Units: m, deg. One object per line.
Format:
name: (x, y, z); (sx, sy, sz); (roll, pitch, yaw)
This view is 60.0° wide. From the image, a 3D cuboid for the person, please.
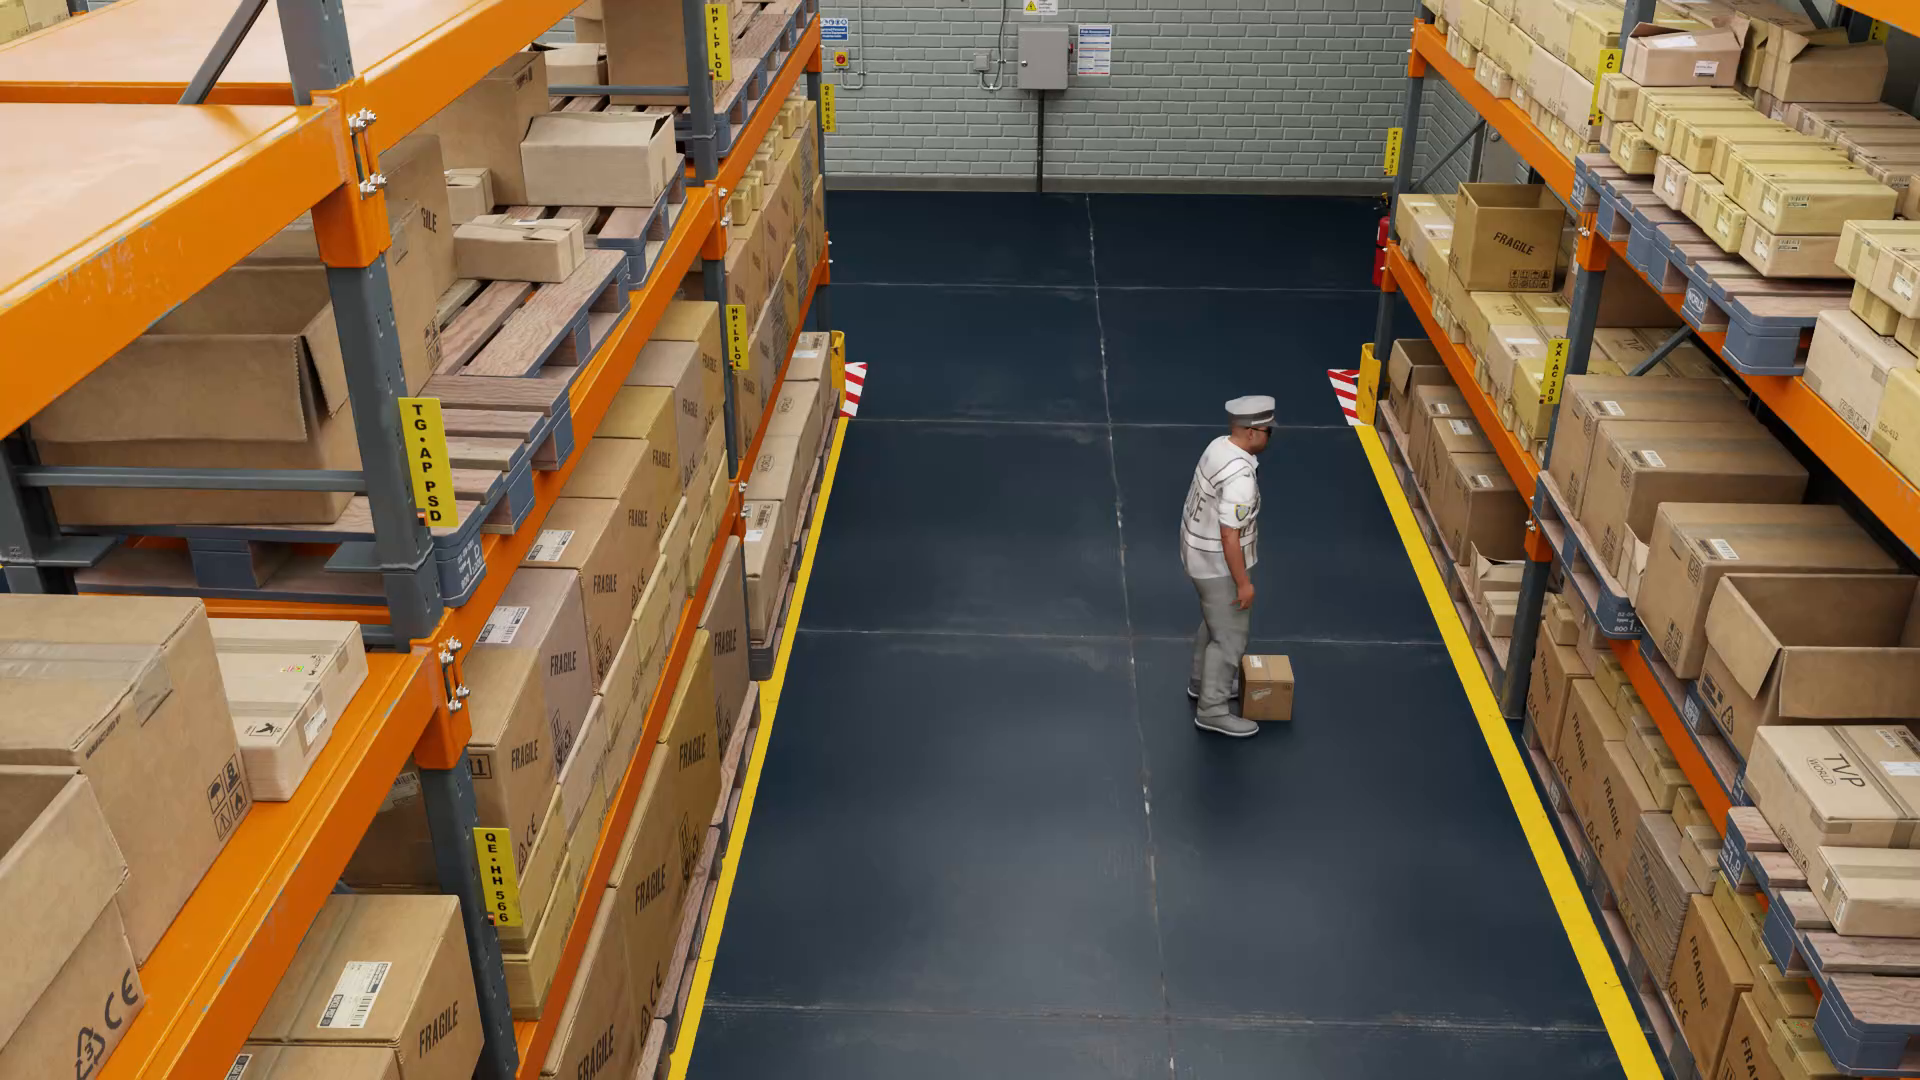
person: (1.333, 0.107, 8.406); (0.430, 1.751, 0.604); (0, 28, -1)
